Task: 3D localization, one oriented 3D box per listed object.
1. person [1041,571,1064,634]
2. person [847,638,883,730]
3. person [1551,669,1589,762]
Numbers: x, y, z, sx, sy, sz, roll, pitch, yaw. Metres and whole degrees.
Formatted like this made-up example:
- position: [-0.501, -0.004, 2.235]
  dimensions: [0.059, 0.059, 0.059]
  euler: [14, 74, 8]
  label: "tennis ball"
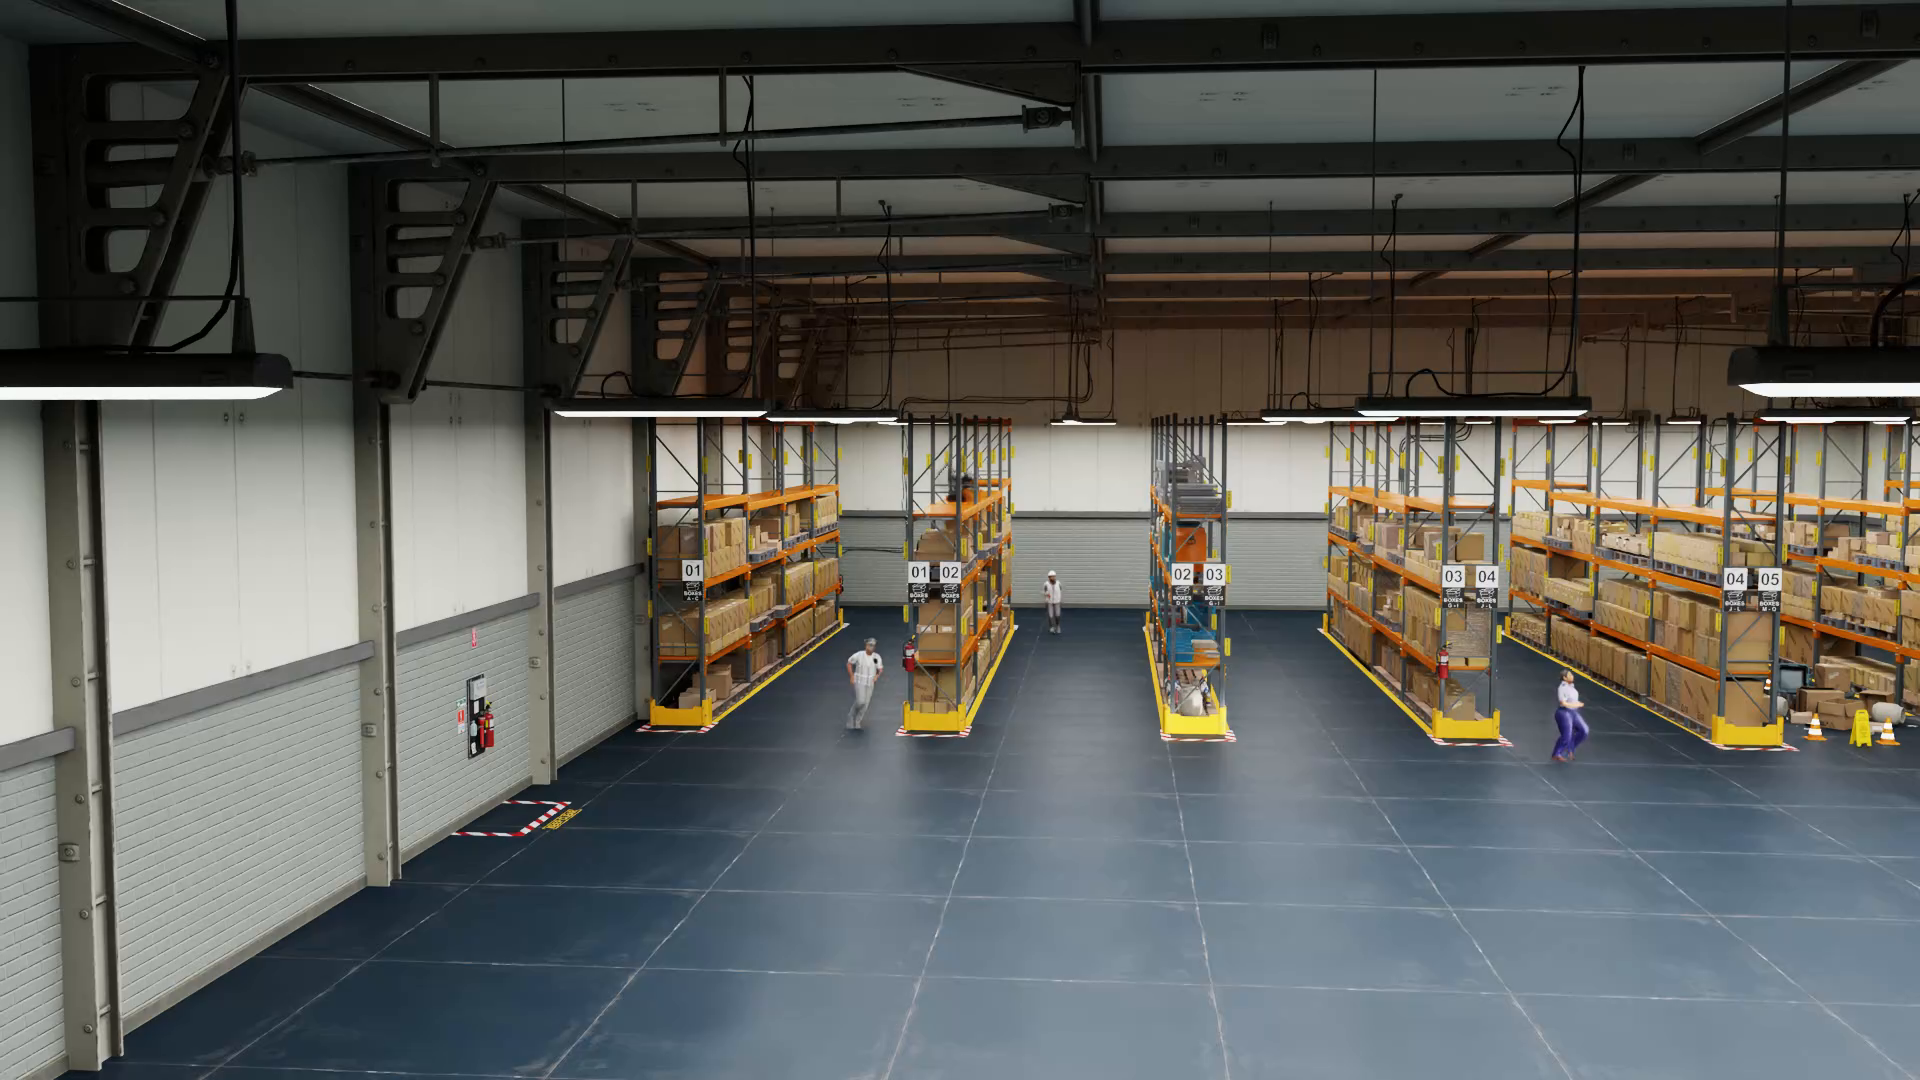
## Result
- position: [2.561, 1.738, 46.205]
  dimensions: [0.637, 1.770, 0.695]
  euler: [0, 4, 3]
  label: "person"
- position: [-1.800, 2.735, 31.632]
  dimensions: [0.711, 1.735, 0.623]
  euler: [-2, 4, -23]
  label: "person"
- position: [10.393, 3.046, 28.406]
  dimensions: [0.614, 1.533, 0.593]
  euler: [-4, 5, -45]
  label: "person"
